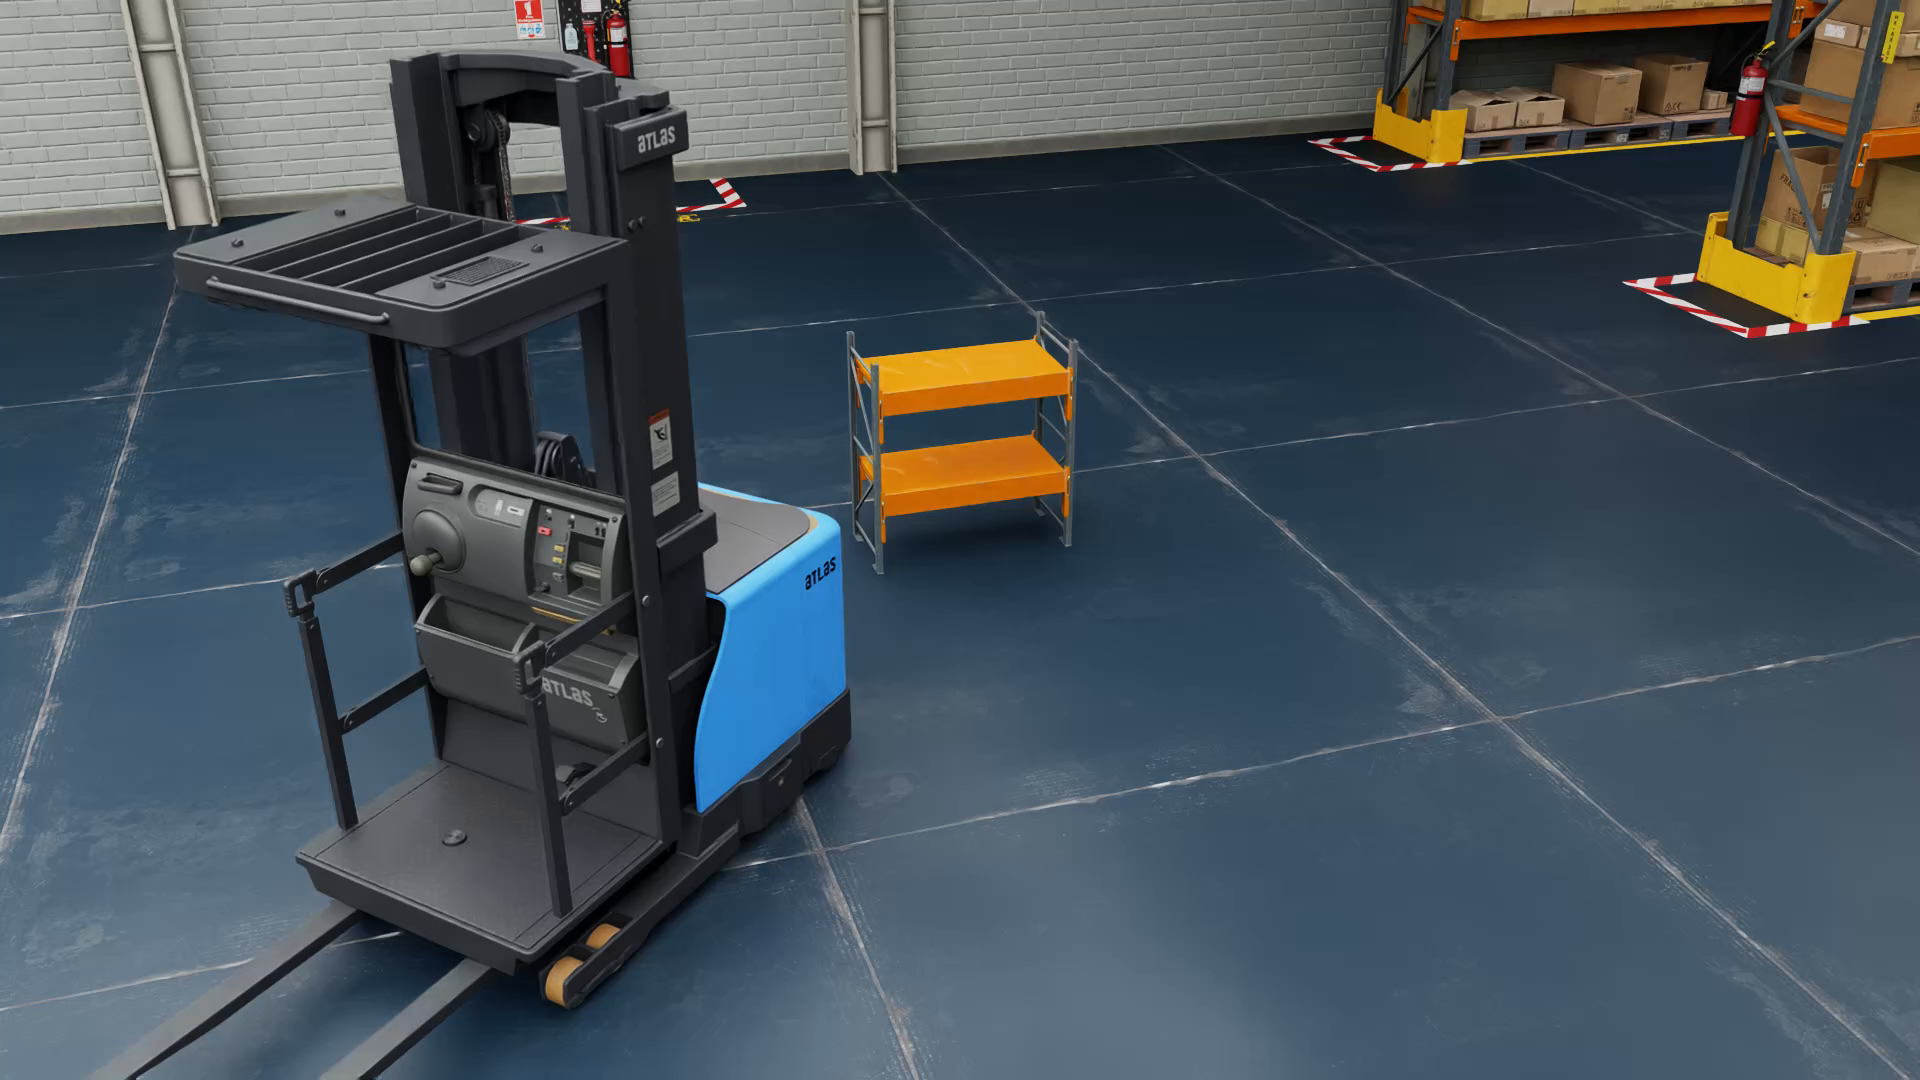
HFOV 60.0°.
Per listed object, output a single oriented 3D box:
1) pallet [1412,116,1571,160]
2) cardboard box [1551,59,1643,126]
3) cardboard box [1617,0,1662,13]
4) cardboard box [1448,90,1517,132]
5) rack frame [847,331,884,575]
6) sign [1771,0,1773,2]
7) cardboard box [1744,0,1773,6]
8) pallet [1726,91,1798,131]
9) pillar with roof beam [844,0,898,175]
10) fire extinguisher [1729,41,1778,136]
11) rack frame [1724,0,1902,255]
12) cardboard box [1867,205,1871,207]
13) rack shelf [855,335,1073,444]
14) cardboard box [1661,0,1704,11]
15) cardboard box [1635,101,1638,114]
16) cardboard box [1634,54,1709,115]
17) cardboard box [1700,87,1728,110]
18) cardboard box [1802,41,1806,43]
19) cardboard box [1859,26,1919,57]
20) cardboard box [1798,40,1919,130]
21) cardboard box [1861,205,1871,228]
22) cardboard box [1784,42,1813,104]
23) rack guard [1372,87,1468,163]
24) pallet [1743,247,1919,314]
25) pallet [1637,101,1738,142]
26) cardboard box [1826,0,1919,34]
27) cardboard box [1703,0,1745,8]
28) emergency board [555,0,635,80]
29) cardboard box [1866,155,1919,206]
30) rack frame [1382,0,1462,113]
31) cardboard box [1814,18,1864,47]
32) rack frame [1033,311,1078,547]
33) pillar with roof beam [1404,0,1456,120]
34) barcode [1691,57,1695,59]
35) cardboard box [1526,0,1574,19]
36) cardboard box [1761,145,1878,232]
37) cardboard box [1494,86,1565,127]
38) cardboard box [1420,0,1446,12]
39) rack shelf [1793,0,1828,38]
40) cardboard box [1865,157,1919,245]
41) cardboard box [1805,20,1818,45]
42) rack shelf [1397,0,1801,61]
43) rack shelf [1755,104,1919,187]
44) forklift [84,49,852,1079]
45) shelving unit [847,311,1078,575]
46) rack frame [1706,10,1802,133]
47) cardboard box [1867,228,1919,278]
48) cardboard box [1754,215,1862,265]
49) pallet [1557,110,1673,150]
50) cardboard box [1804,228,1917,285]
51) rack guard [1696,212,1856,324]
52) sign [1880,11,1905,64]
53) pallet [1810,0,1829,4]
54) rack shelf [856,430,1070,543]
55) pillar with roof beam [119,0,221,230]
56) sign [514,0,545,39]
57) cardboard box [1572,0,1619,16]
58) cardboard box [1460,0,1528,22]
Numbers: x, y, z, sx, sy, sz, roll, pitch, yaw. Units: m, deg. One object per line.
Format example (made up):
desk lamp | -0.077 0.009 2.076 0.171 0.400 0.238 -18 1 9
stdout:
pallet | 5.336 -4.099 16.769 1.213 0.211 1.003 -8 28 -16
cardboard box | 6.421 -4.533 16.825 0.500 0.500 0.700 -10 28 -19
cardboard box | 6.500 -5.329 16.257 0.500 0.250 0.500 -8 28 -16
cardboard box | 5.166 -4.290 16.548 0.500 0.311 0.500 -12 29 -22
rack frame | -0.477 -0.435 8.361 0.032 1.125 0.500 -8 28 -16
sign | 5.863 -4.002 11.870 0.005 0.325 0.100 -8 28 -16
cardboard box | 7.927 -5.540 16.681 0.500 0.250 0.500 -8 28 -16
pallet | 9.024 -4.650 17.879 1.213 0.211 1.003 -8 28 -16
pillar with roof beam | 0.506 -5.743 10.199 0.400 9.000 9.100 -8 28 -16
fire extinguisher | 5.762 -3.292 12.095 0.183 0.674 0.296 -8 28 -16
rack frame | 6.018 -3.146 11.715 0.127 3.000 1.000 -8 28 -16
cardboard box | 7.383 -2.445 12.922 0.500 0.250 0.500 -8 28 -16
rack shelf | 0.006 -0.767 8.372 1.000 0.278 0.538 -8 28 -16
cardboard box | 6.978 -5.399 16.397 0.500 0.250 0.500 -8 28 -16
cardboard box | 6.757 -4.500 17.151 0.250 0.149 0.380 -11 28 -20
cardboard box | 7.309 -4.709 17.178 0.500 0.500 0.500 -10 28 -20
cardboard box | 7.784 -4.633 17.400 0.250 0.166 0.380 -12 29 -23
cardboard box | 9.454 -5.069 17.904 0.500 0.500 0.700 -9 28 -17
cardboard box | 6.458 -3.445 11.474 0.250 0.149 0.380 -8 28 -16
cardboard box | 6.466 -3.250 11.811 0.500 0.500 0.700 -8 28 -16
cardboard box | 6.908 -2.376 12.782 0.500 0.250 0.500 -8 28 -16
cardboard box | 8.979 -4.977 17.718 0.500 0.500 0.700 -7 27 -14
rack guard | 4.553 -4.131 16.509 0.348 0.500 1.175 -8 28 -16
pallet | 6.732 -2.021 12.582 1.213 0.211 1.003 -8 28 -16
pallet | 7.656 -4.435 17.446 1.213 0.211 1.003 -8 28 -16
cardboard box | 6.516 -3.838 11.537 0.500 0.500 0.700 -8 28 -16
cardboard box | 7.451 -5.474 16.550 0.500 0.250 0.500 -8 28 -16
emergency board | -3.188 -4.552 14.546 0.643 1.169 0.194 -8 28 -16
cardboard box | 7.382 -2.782 12.758 0.500 0.500 0.500 -8 28 -16
rack frame | 4.481 -5.240 15.932 0.127 3.000 1.000 -8 28 -16
cardboard box | 6.322 -3.615 11.816 0.250 0.149 0.380 -9 28 -17
rack frame | 0.490 -0.575 8.643 0.032 1.125 0.500 -8 28 -16
pillar with roof beam | 6.211 -6.569 11.863 0.400 9.000 9.100 -8 28 -16
barcode | 7.696 -5.039 17.483 0.075 0.075 0.001 -8 28 -16
cardboard box | 5.532 -5.193 15.982 0.500 0.250 0.500 -9 28 -18
cardboard box | 6.436 -2.639 12.468 0.500 0.500 0.500 -8 28 -16
cardboard box | 5.708 -4.369 16.706 0.500 0.311 0.500 -6 27 -12
cardboard box | 4.865 -5.329 16.256 0.500 0.250 0.500 -8 27 -15
rack shelf | 10.186 -5.744 17.757 4.000 0.370 1.077 -8 28 -16
cardboard box | 7.072 -2.488 12.165 0.500 0.500 0.500 -8 28 -16
cardboard box | 9.396 -5.375 17.677 0.500 0.250 0.500 -9 28 -17
rack shelf | 6.382 -5.194 16.647 4.000 0.370 1.077 -8 28 -16
rack shelf | 7.920 -3.100 12.429 4.000 0.370 1.077 -8 28 -16
forklift | -1.609 0.026 5.401 1.130 2.935 3.031 14 30 26
shelving unit | 0.006 -0.505 8.502 1.048 1.125 0.538 -8 28 -16
rack frame | 8.284 -5.791 17.042 0.127 3.000 1.000 -8 28 -16
cardboard box | 7.071 -2.153 12.334 0.500 0.250 0.500 -8 28 -16
cardboard box | 6.437 -2.302 12.633 0.500 0.250 0.500 -8 28 -16
pallet | 6.494 -4.265 17.104 1.213 0.211 1.003 -8 28 -16
cardboard box | 6.597 -2.083 12.192 0.500 0.250 0.500 -8 28 -16
rack guard | 5.995 -2.024 12.264 0.348 0.500 1.175 -8 28 -16
sign | 6.184 -3.334 11.030 0.005 0.325 0.100 -8 28 -16
pallet | 9.056 -5.749 17.173 1.213 0.211 1.003 -8 28 -16
rack shelf | 0.006 -0.286 8.610 1.000 0.278 0.538 -8 28 -16
pillar with roof beam | -5.199 -4.917 8.534 0.400 9.000 9.100 -8 28 -16
sign | -3.746 -4.536 14.473 0.234 0.329 0.001 -8 28 -16
cardboard box | 6.018 -5.260 16.119 0.500 0.250 0.500 -9 28 -17
cardboard box | 5.043 -5.115 15.826 0.500 0.250 0.500 -9 28 -18
